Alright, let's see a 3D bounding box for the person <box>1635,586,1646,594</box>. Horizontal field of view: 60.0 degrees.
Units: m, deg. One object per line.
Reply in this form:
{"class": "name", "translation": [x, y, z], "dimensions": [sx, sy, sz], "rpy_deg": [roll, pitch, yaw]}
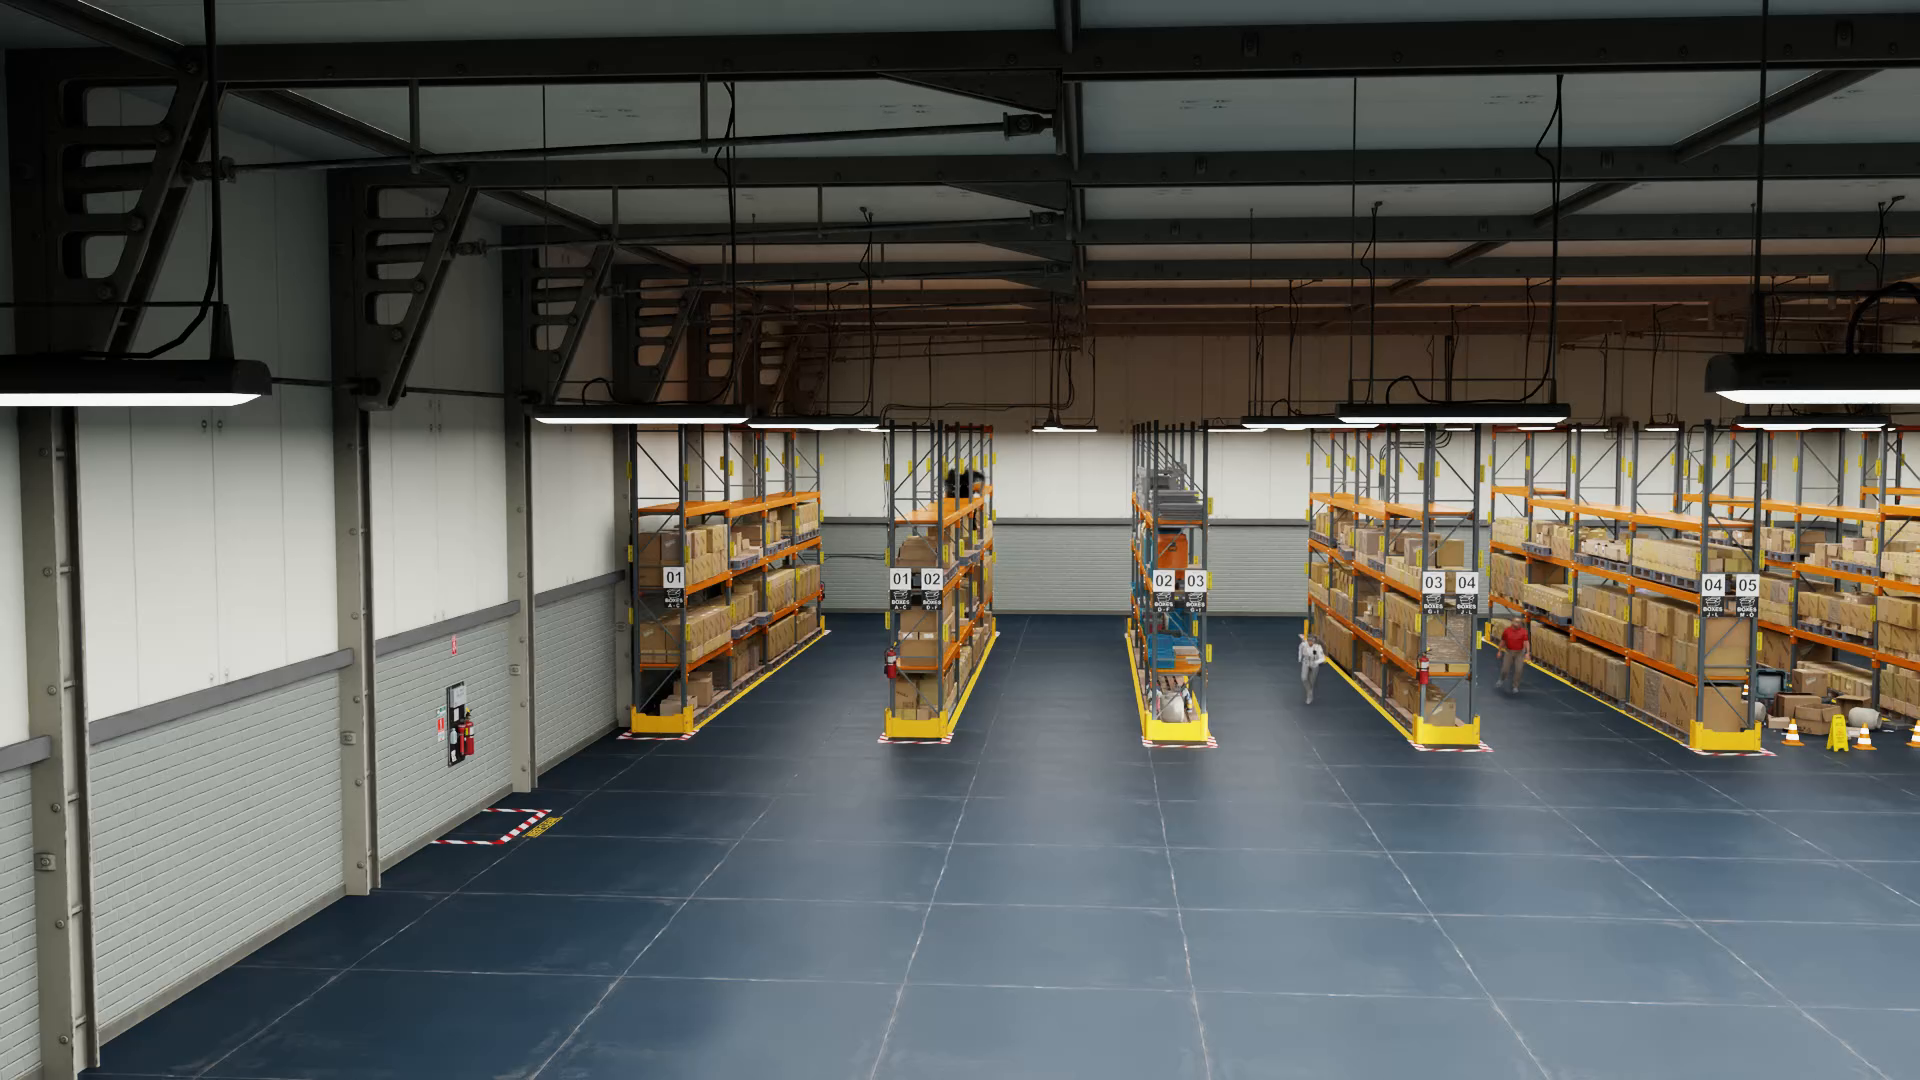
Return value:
{"class": "person", "translation": [19.243, 1.921, 47.109], "dimensions": [0.835, 1.670, 0.594], "rpy_deg": [0, 4, 3]}

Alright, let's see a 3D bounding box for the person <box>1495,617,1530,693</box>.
{"class": "person", "translation": [12.290, 2.534, 36.979], "dimensions": [0.714, 1.699, 0.680], "rpy_deg": [1, 4, 16]}

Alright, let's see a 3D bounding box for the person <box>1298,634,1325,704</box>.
{"class": "person", "translation": [7.513, 2.711, 35.522], "dimensions": [0.609, 1.495, 1.015], "rpy_deg": [1, 4, 18]}
